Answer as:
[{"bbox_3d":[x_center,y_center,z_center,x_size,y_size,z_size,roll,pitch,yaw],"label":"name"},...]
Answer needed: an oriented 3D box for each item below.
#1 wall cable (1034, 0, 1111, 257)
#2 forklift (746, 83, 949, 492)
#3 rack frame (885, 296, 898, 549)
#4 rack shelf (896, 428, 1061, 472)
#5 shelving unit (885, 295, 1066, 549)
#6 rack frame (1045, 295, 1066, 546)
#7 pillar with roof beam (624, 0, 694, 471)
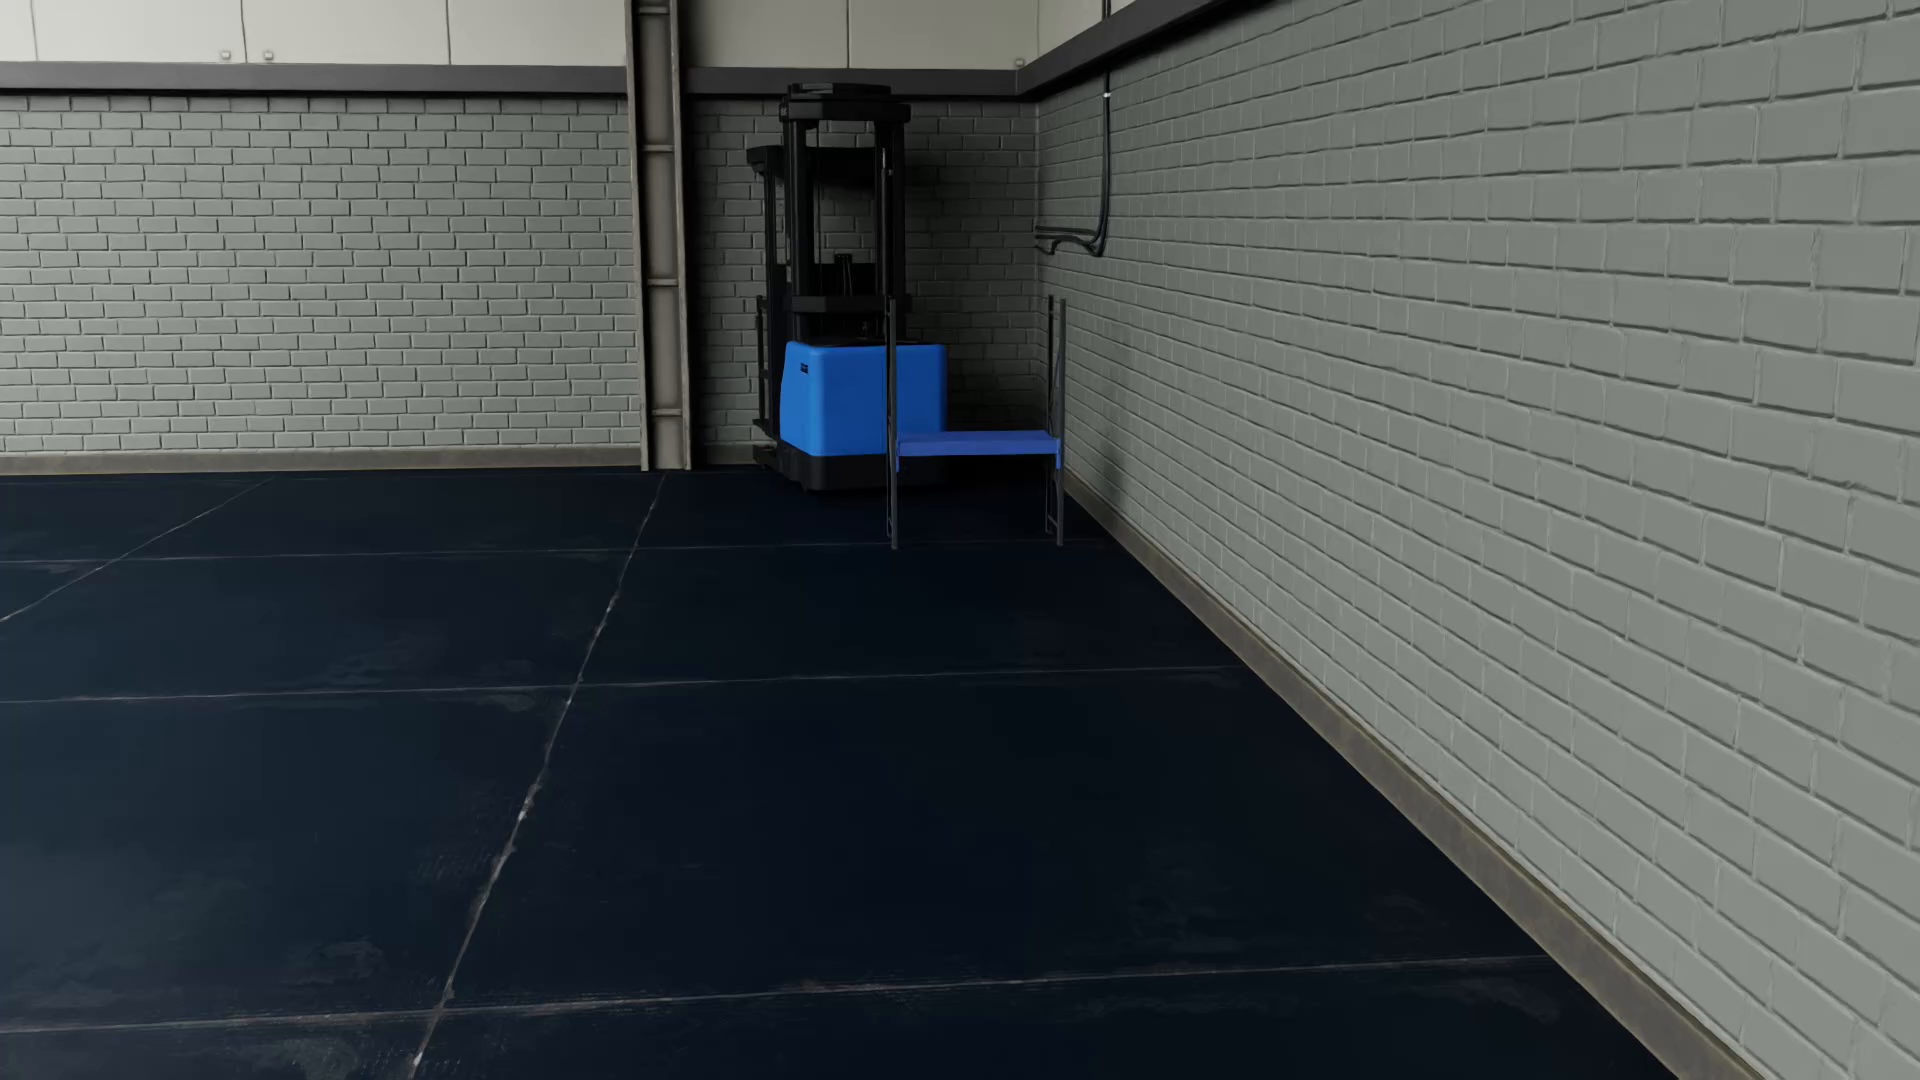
[{"bbox_3d":[0.731,-3.283,11.791,0.112,2.526,3.097,-1,11,-6],"label":"wall cable"},{"bbox_3d":[-1.035,-2.024,13.065,1.130,2.935,3.031,-4,12,-18],"label":"forklift"},{"bbox_3d":[-0.421,-0.727,10.178,0.032,1.500,0.500,-1,11,-6],"label":"rack frame"},{"bbox_3d":[0.085,-0.561,10.267,1.000,0.185,0.538,-1,11,-6],"label":"rack shelf"},{"bbox_3d":[0.085,-0.738,10.232,1.048,1.500,0.538,-1,11,-6],"label":"shelving unit"},{"bbox_3d":[0.590,-0.748,10.286,0.032,1.500,0.500,-1,11,-6],"label":"rack frame"},{"bbox_3d":[-1.876,-4.174,8.270,0.400,9.000,9.100,-1,11,-6],"label":"pillar with roof beam"}]
